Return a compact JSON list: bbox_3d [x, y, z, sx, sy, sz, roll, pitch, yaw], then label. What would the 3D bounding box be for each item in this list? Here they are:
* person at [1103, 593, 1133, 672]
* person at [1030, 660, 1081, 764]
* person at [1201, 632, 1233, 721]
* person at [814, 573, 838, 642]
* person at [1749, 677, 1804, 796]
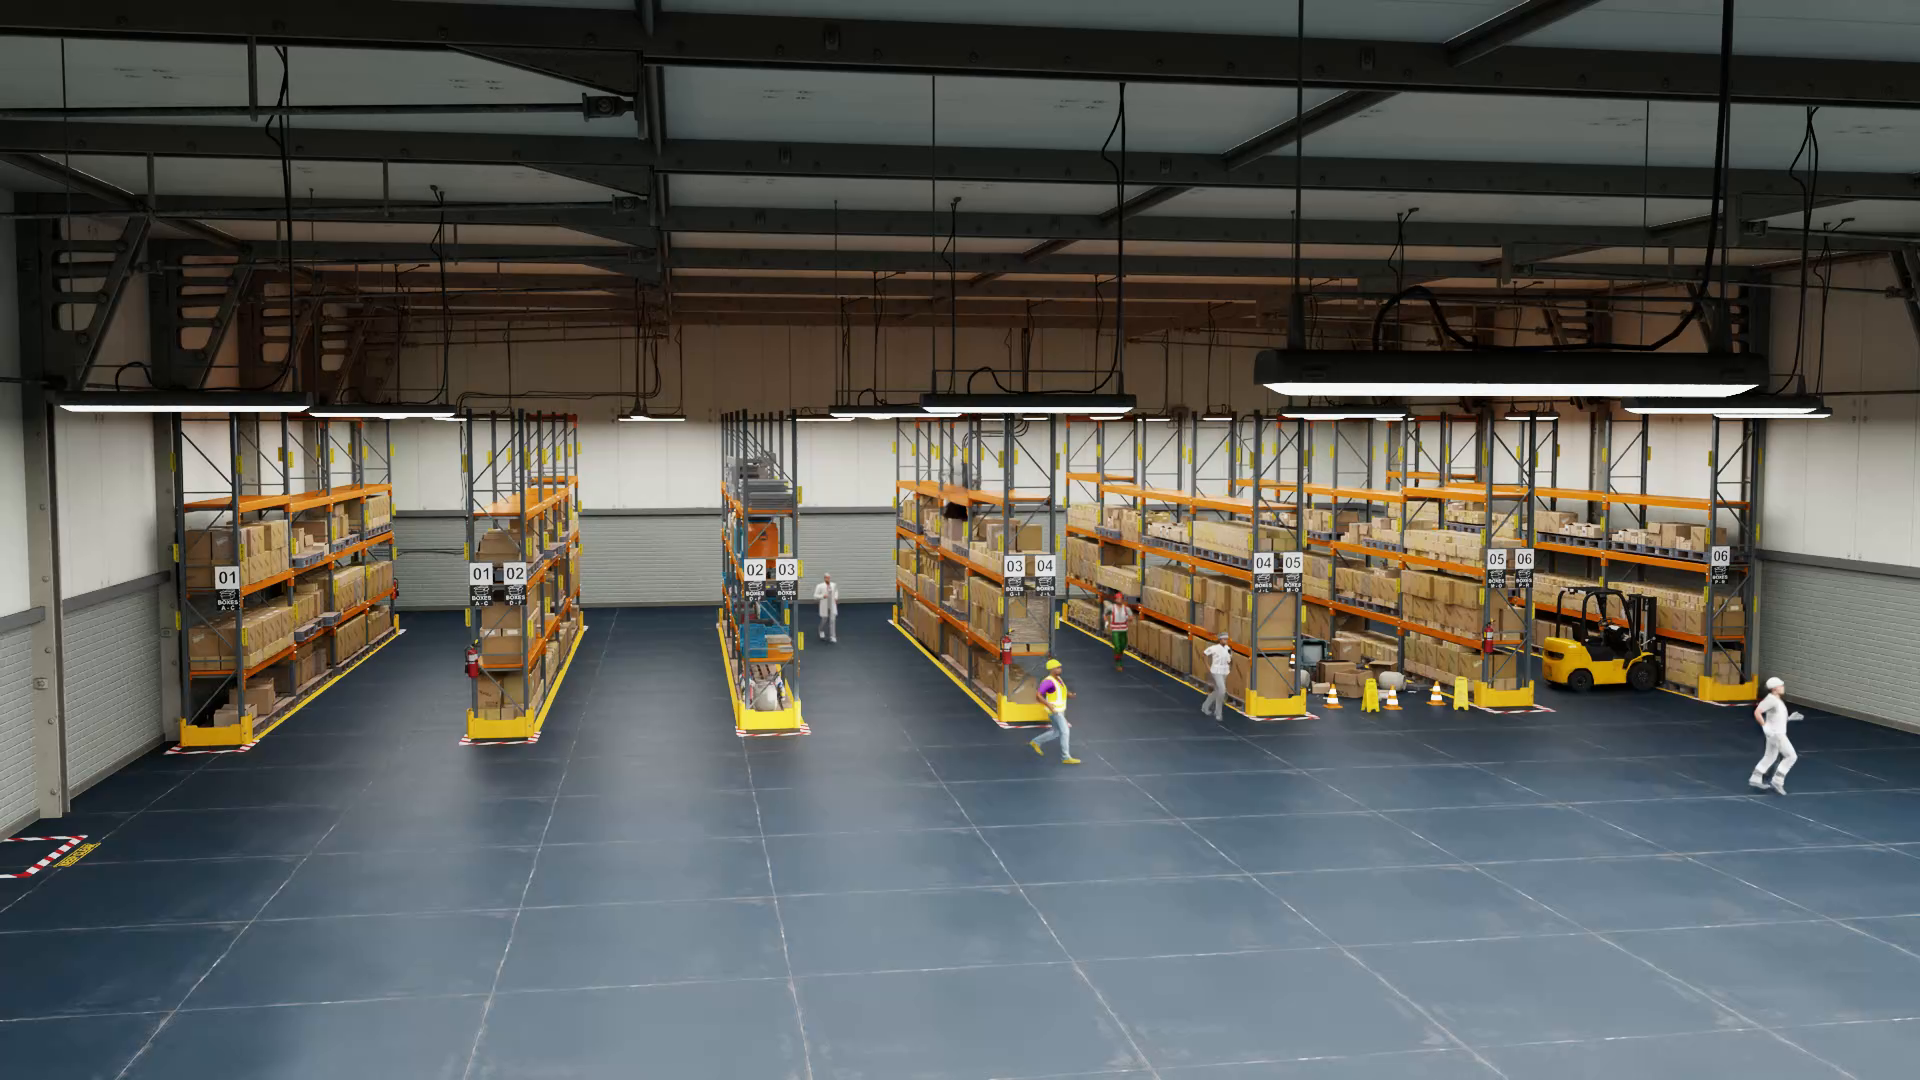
[{"bbox_3d":[3.689,2.109,38.561,0.659,1.774,1.002,-1,4,-10],"label":"person"},{"bbox_3d":[1.594,2.888,28.034,0.933,1.745,0.702,1,4,20],"label":"person"},{"bbox_3d":[5.030,2.638,32.419,0.568,1.729,0.695,-3,5,-39],"label":"person"},{"bbox_3d":[-3.477,1.759,43.658,0.707,1.768,1.051,-2,4,-23],"label":"person"},{"bbox_3d":[12.632,3.035,25.722,0.735,1.817,0.641,2,4,28],"label":"person"}]
